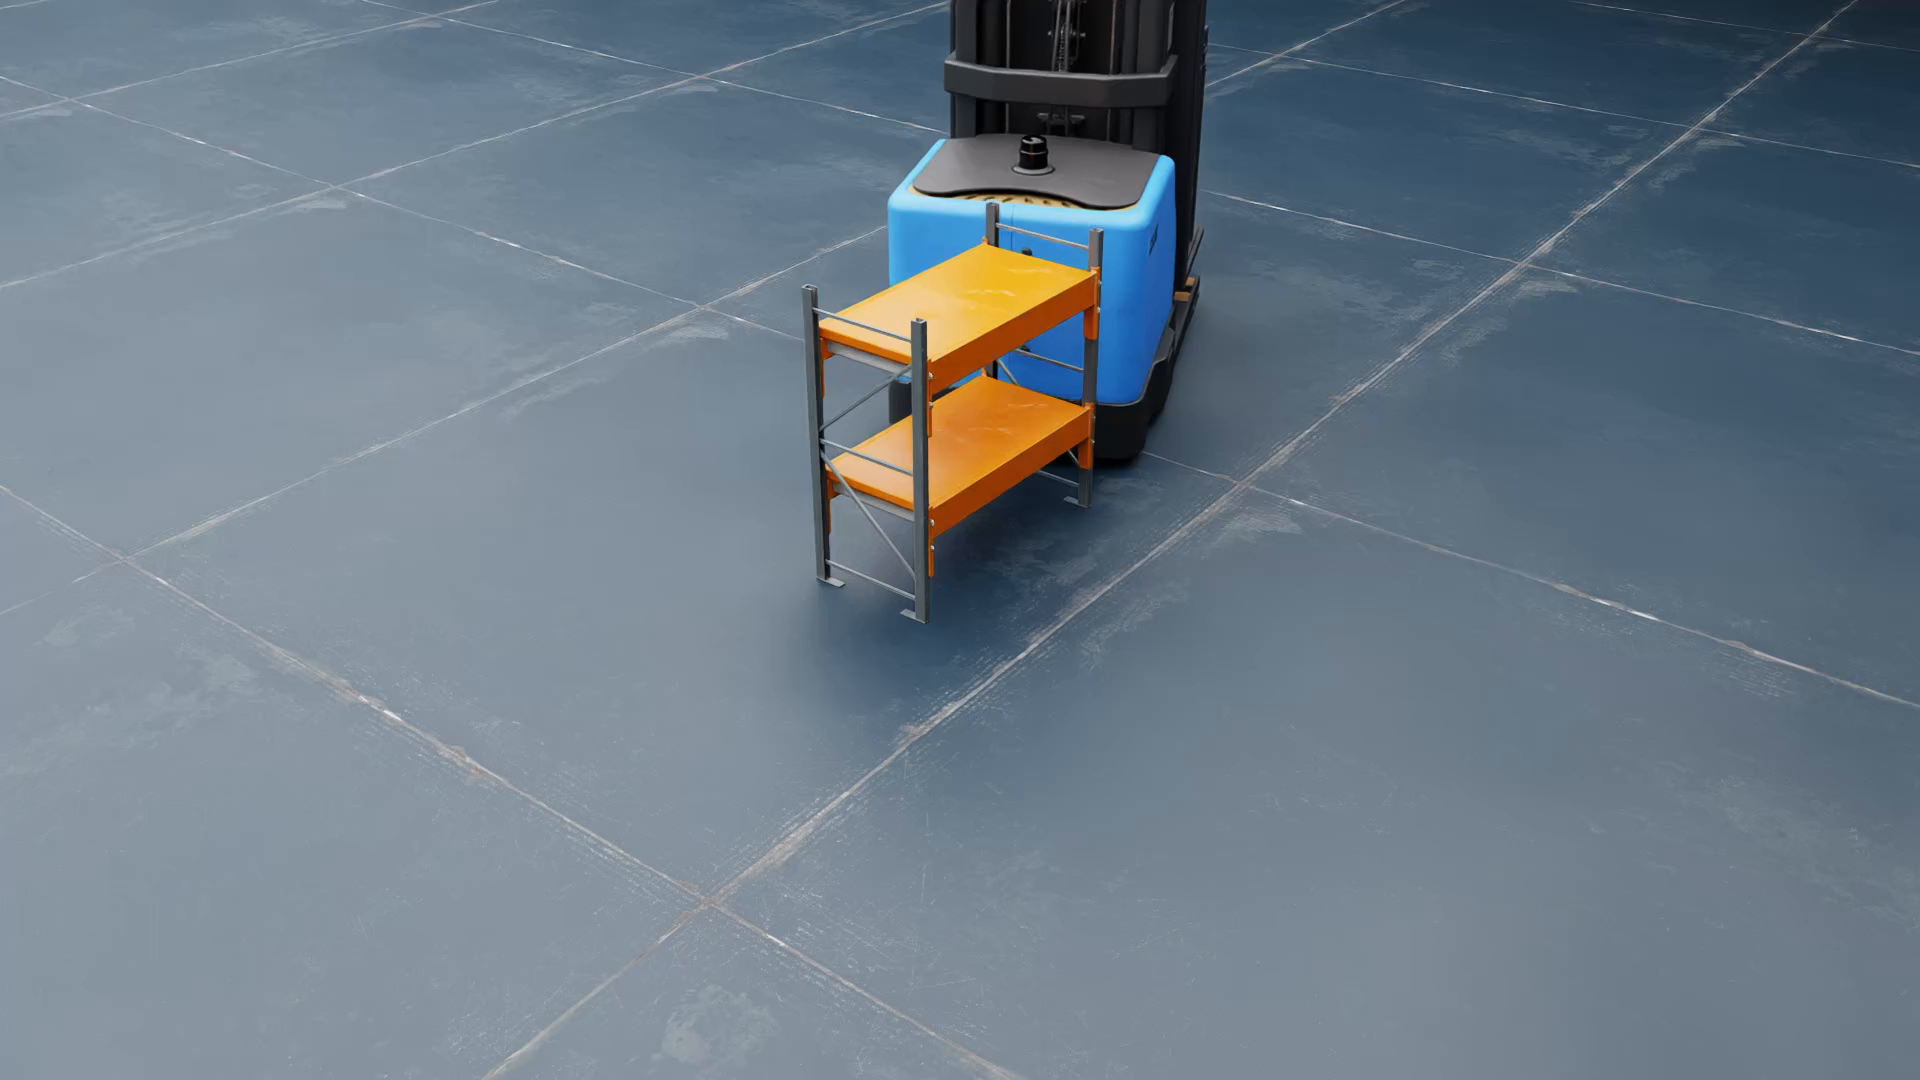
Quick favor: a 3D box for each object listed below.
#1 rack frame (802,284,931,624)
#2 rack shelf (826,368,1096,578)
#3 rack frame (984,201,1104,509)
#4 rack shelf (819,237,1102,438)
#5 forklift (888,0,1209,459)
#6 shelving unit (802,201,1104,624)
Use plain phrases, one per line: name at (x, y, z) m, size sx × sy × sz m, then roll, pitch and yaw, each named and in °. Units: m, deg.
rack frame at (-0.311, -0.275, 5.610) m, size 0.500 × 1.125 × 0.032 m, roll 21°, pitch 37°, yaw 31°
rack shelf at (-0.004, -0.271, 6.083) m, size 0.538 × 0.278 × 1.000 m, roll 21°, pitch 37°, yaw 31°
rack frame at (0.303, -0.688, 6.307) m, size 0.500 × 1.125 × 0.032 m, roll 21°, pitch 37°, yaw 31°
rack shelf at (-0.004, -0.733, 5.809) m, size 0.538 × 0.278 × 1.000 m, roll 21°, pitch 37°, yaw 31°
forklift at (0.555, -2.323, 7.295) m, size 1.130 × 2.935 × 3.031 m, roll 7°, pitch 31°, yaw 12°
shelving unit at (-0.004, -0.481, 5.959) m, size 0.538 × 1.125 × 1.048 m, roll 21°, pitch 37°, yaw 31°
